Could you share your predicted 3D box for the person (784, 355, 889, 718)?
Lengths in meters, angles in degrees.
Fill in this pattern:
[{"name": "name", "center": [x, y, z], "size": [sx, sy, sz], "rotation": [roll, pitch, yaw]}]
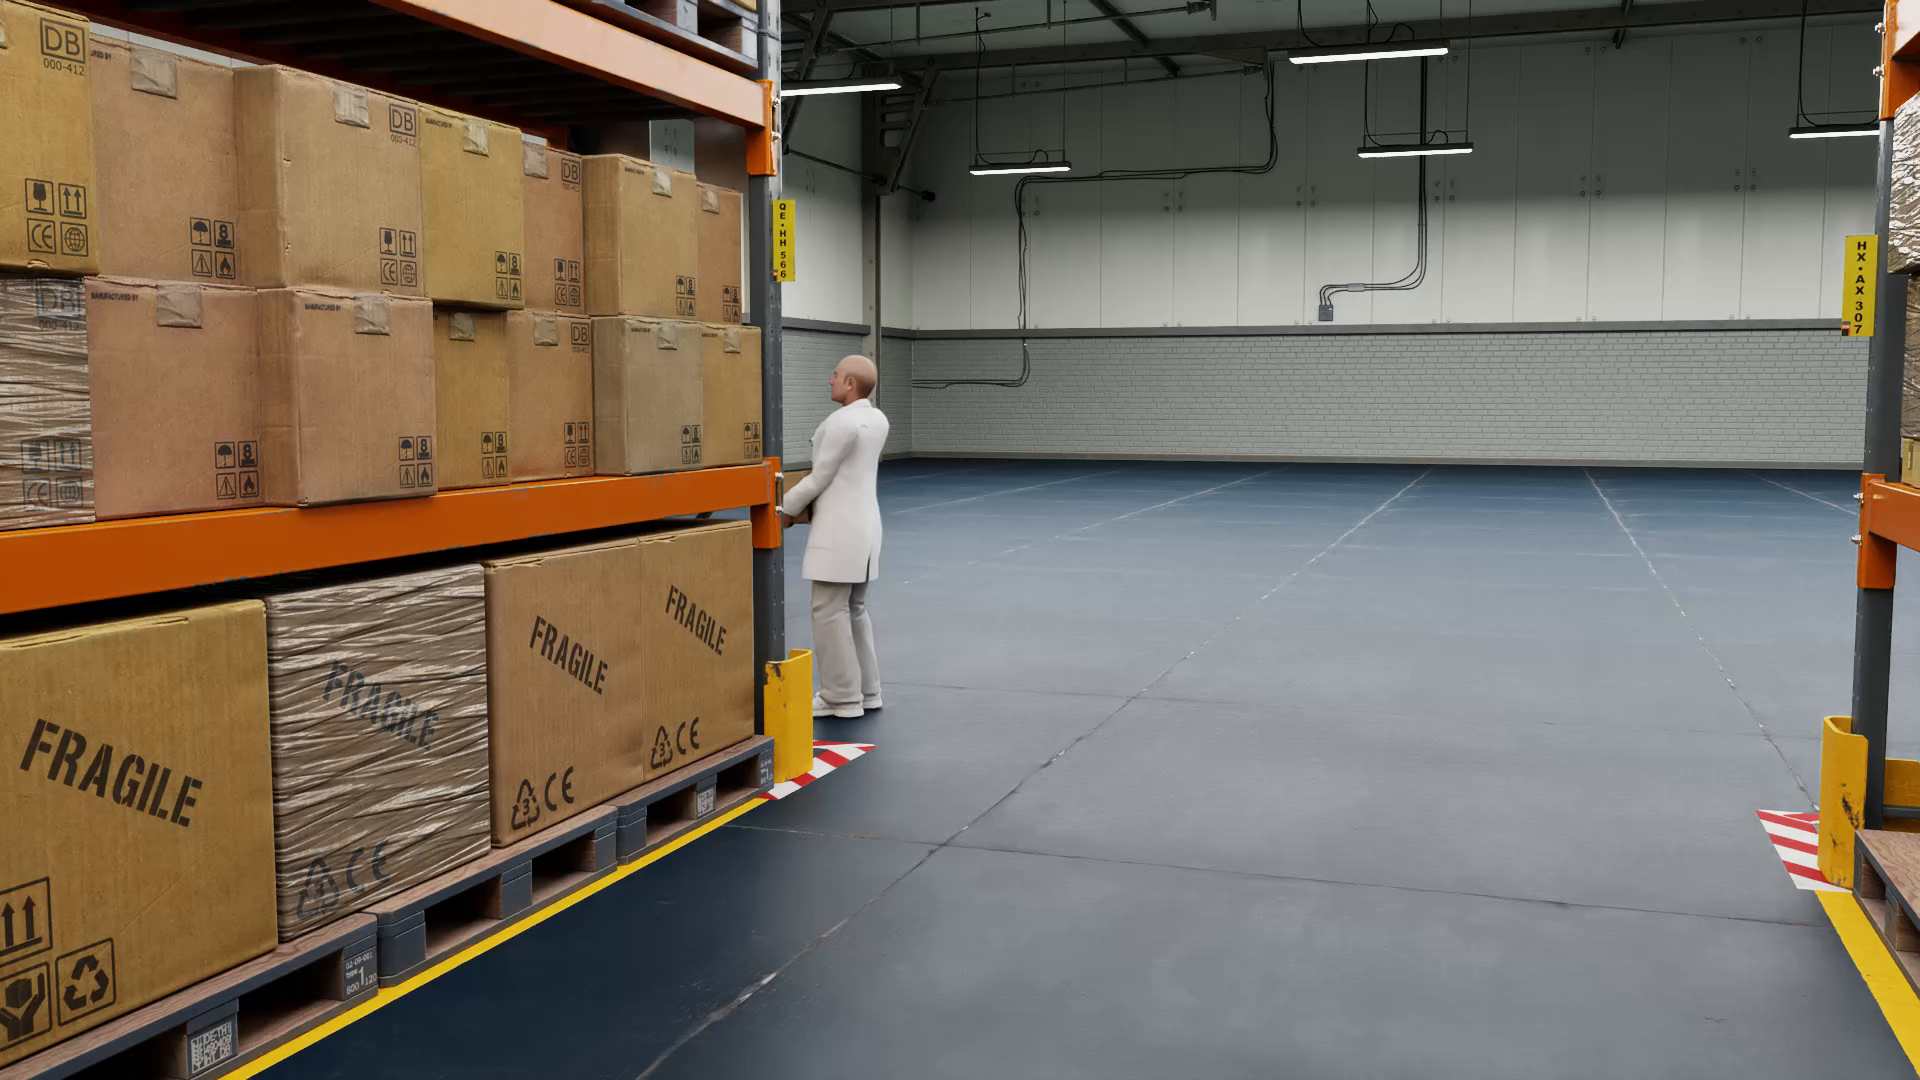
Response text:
[{"name": "person", "center": [-0.667, -0.026, 8.248], "size": [0.562, 1.769, 0.529], "rotation": [2, 5, 19]}]
